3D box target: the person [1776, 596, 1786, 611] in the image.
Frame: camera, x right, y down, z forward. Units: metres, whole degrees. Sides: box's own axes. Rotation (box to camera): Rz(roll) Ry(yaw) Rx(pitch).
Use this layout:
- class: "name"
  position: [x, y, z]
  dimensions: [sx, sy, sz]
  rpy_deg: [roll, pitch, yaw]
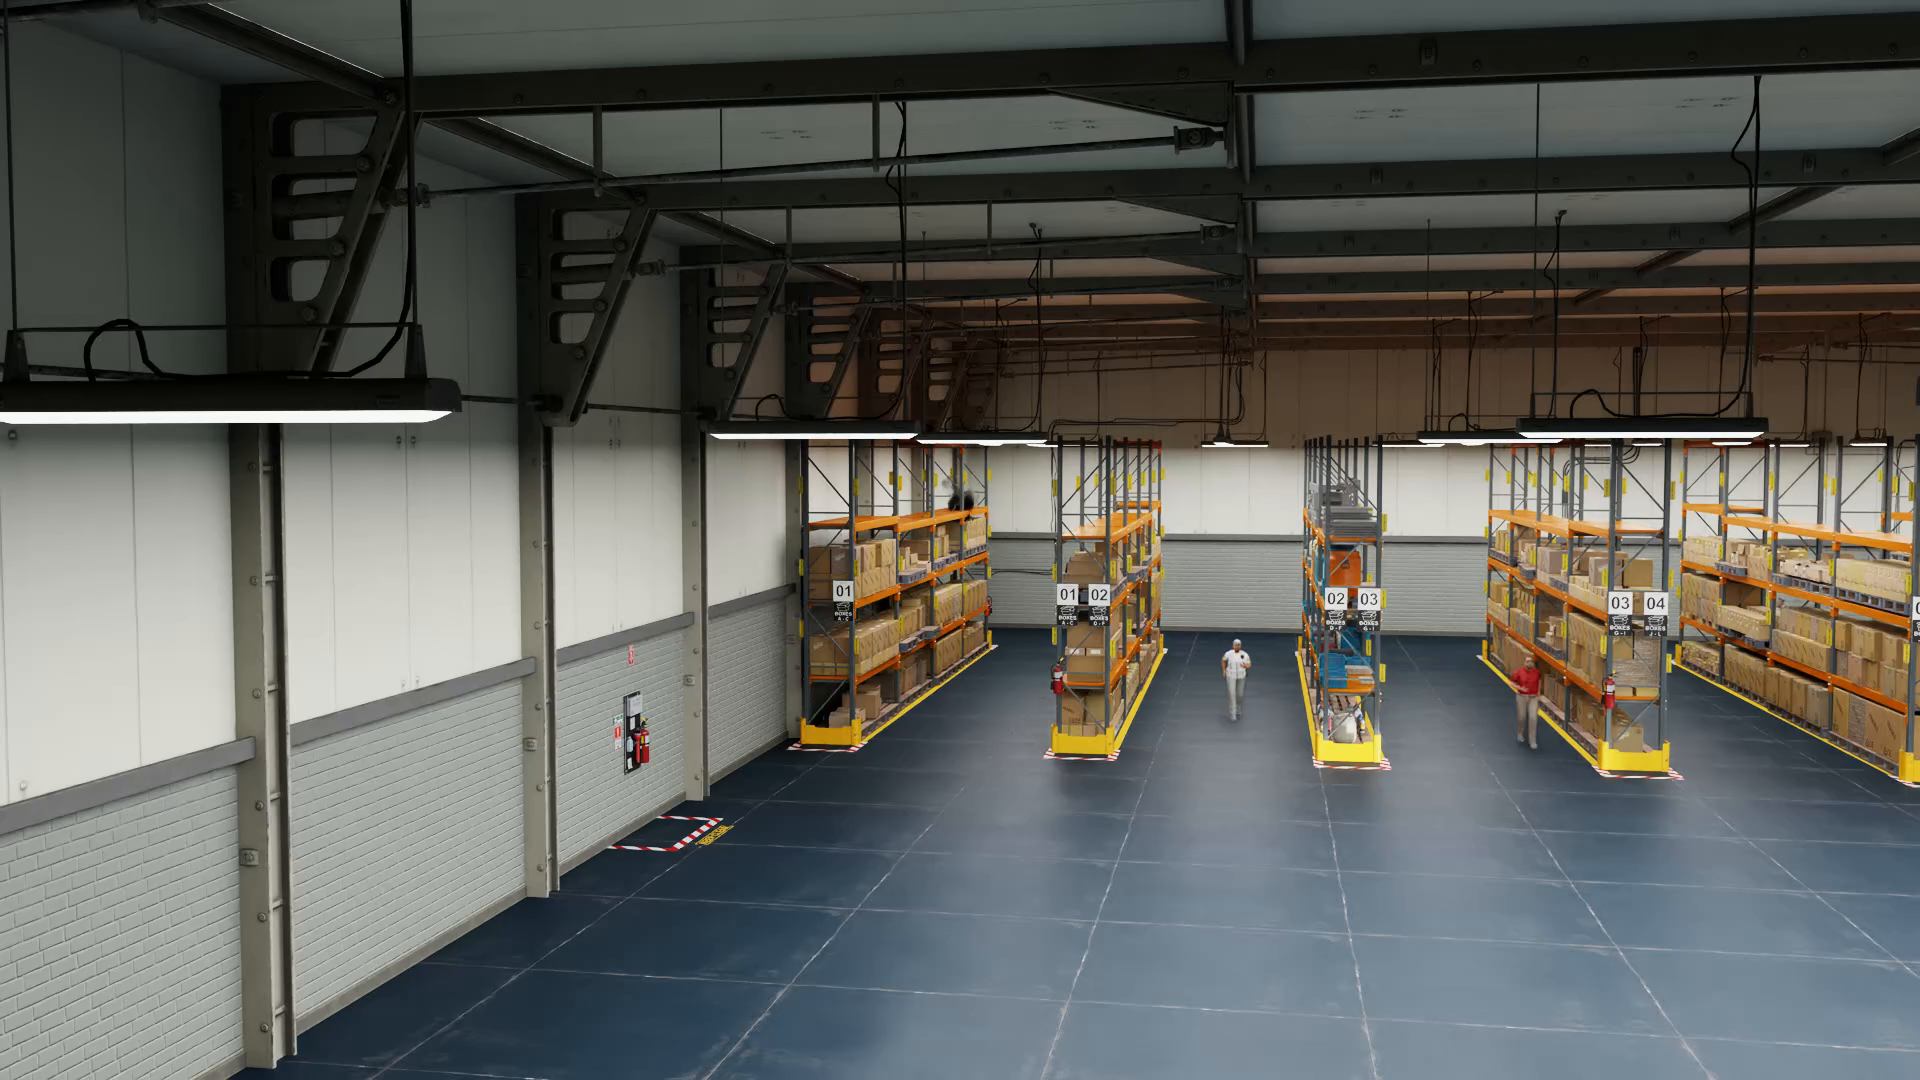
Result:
- class: "person"
  position: [22.428, 2.401, 45.348]
  dimensions: [0.765, 1.736, 0.622]
  rpy_deg: [0, 3, 4]

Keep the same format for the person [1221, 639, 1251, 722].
- class: "person"
  position: [5.893, 2.966, 35.440]
  dimensions: [0.591, 1.686, 0.878]
  rpy_deg: [0, 3, 1]

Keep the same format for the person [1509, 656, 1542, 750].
- class: "person"
  position: [10.971, 3.118, 32.221]
  dimensions: [0.652, 1.755, 0.902]
  rpy_deg: [0, 3, 8]
